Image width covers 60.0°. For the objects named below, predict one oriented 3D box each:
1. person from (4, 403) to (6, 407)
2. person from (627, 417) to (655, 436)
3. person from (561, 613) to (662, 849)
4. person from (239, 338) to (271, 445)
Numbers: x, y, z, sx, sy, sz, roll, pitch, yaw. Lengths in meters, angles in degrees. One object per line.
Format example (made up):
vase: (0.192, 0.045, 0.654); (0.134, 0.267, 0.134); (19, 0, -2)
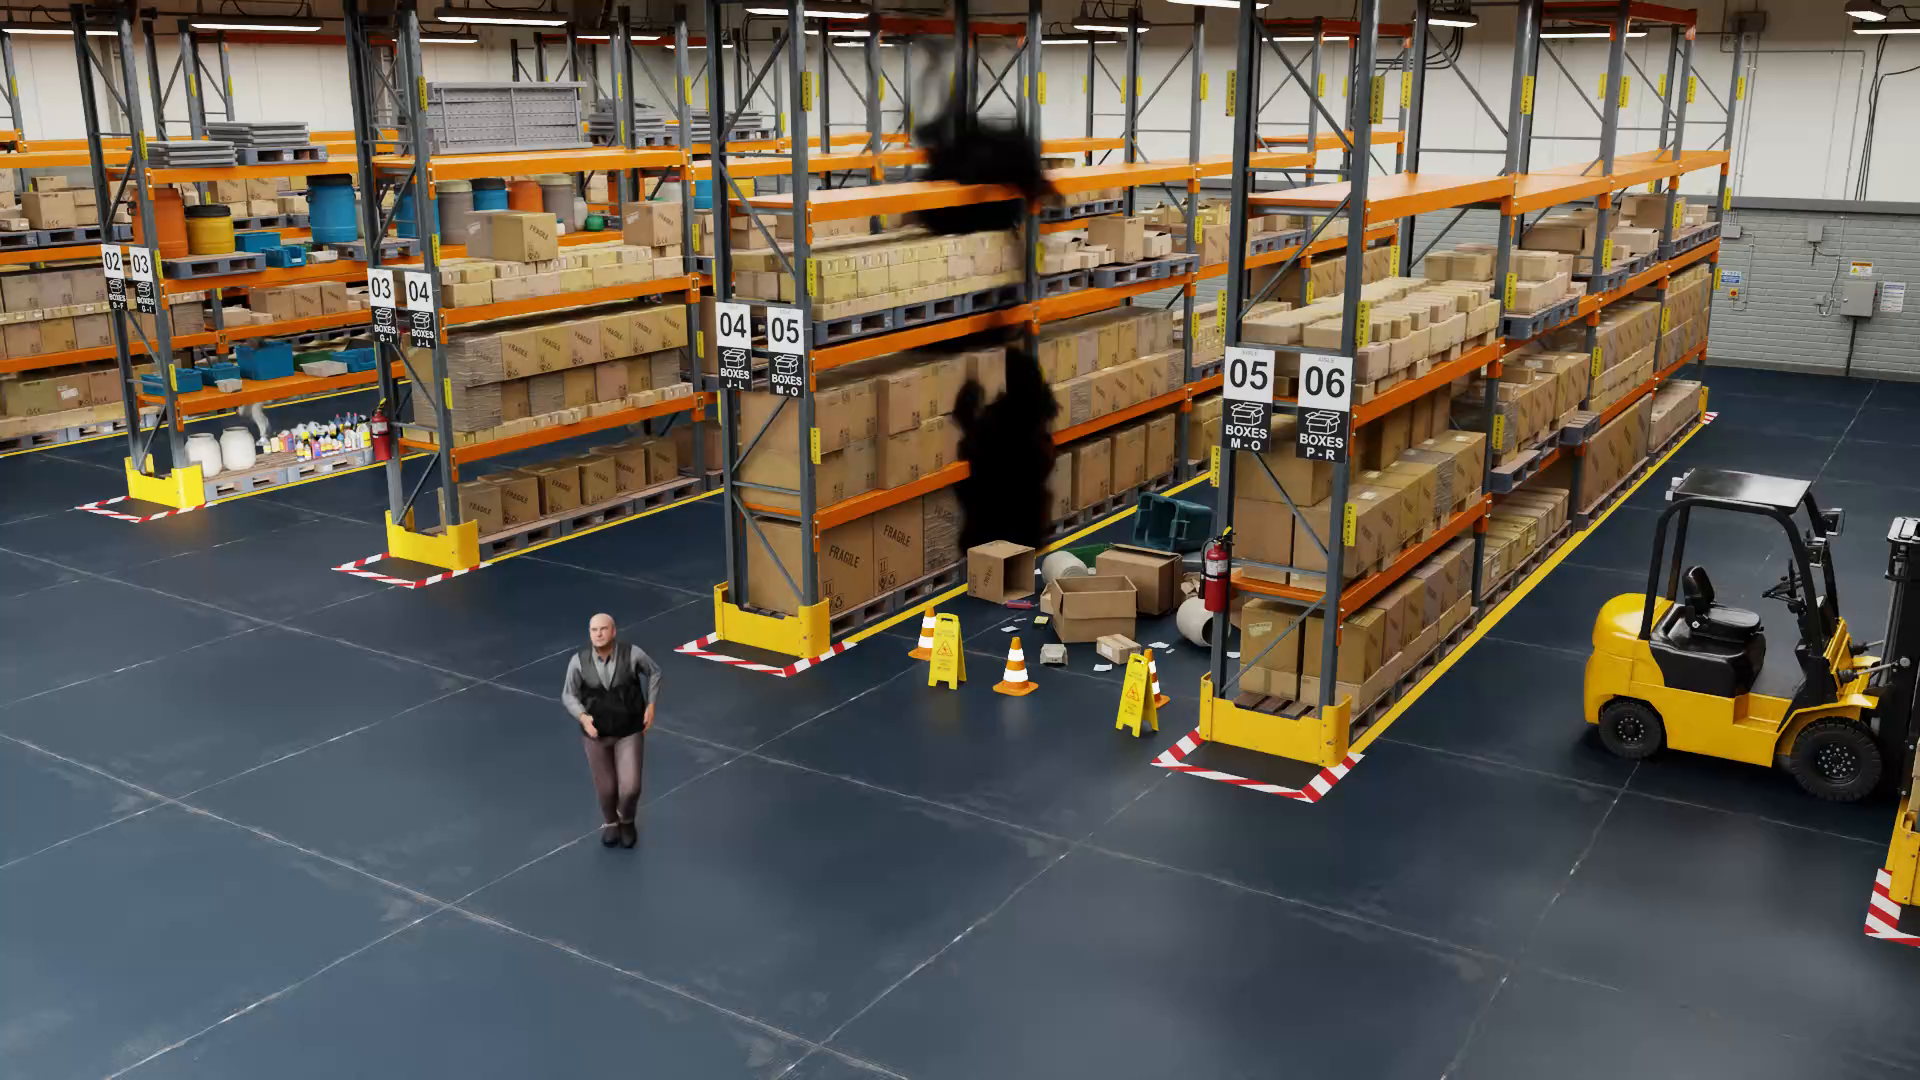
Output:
person: (-14.952, -2.585, 25.274); (0.559, 1.682, 0.881); (7, 17, 23)
person: (-4.369, -1.970, 23.079); (0.686, 1.733, 0.599); (7, 17, 23)
person: (-2.363, 1.318, 11.311); (0.655, 1.683, 0.618); (-2, 16, -6)
person: (-10.191, -2.125, 23.966); (0.534, 1.558, 0.537); (7, 17, 22)
